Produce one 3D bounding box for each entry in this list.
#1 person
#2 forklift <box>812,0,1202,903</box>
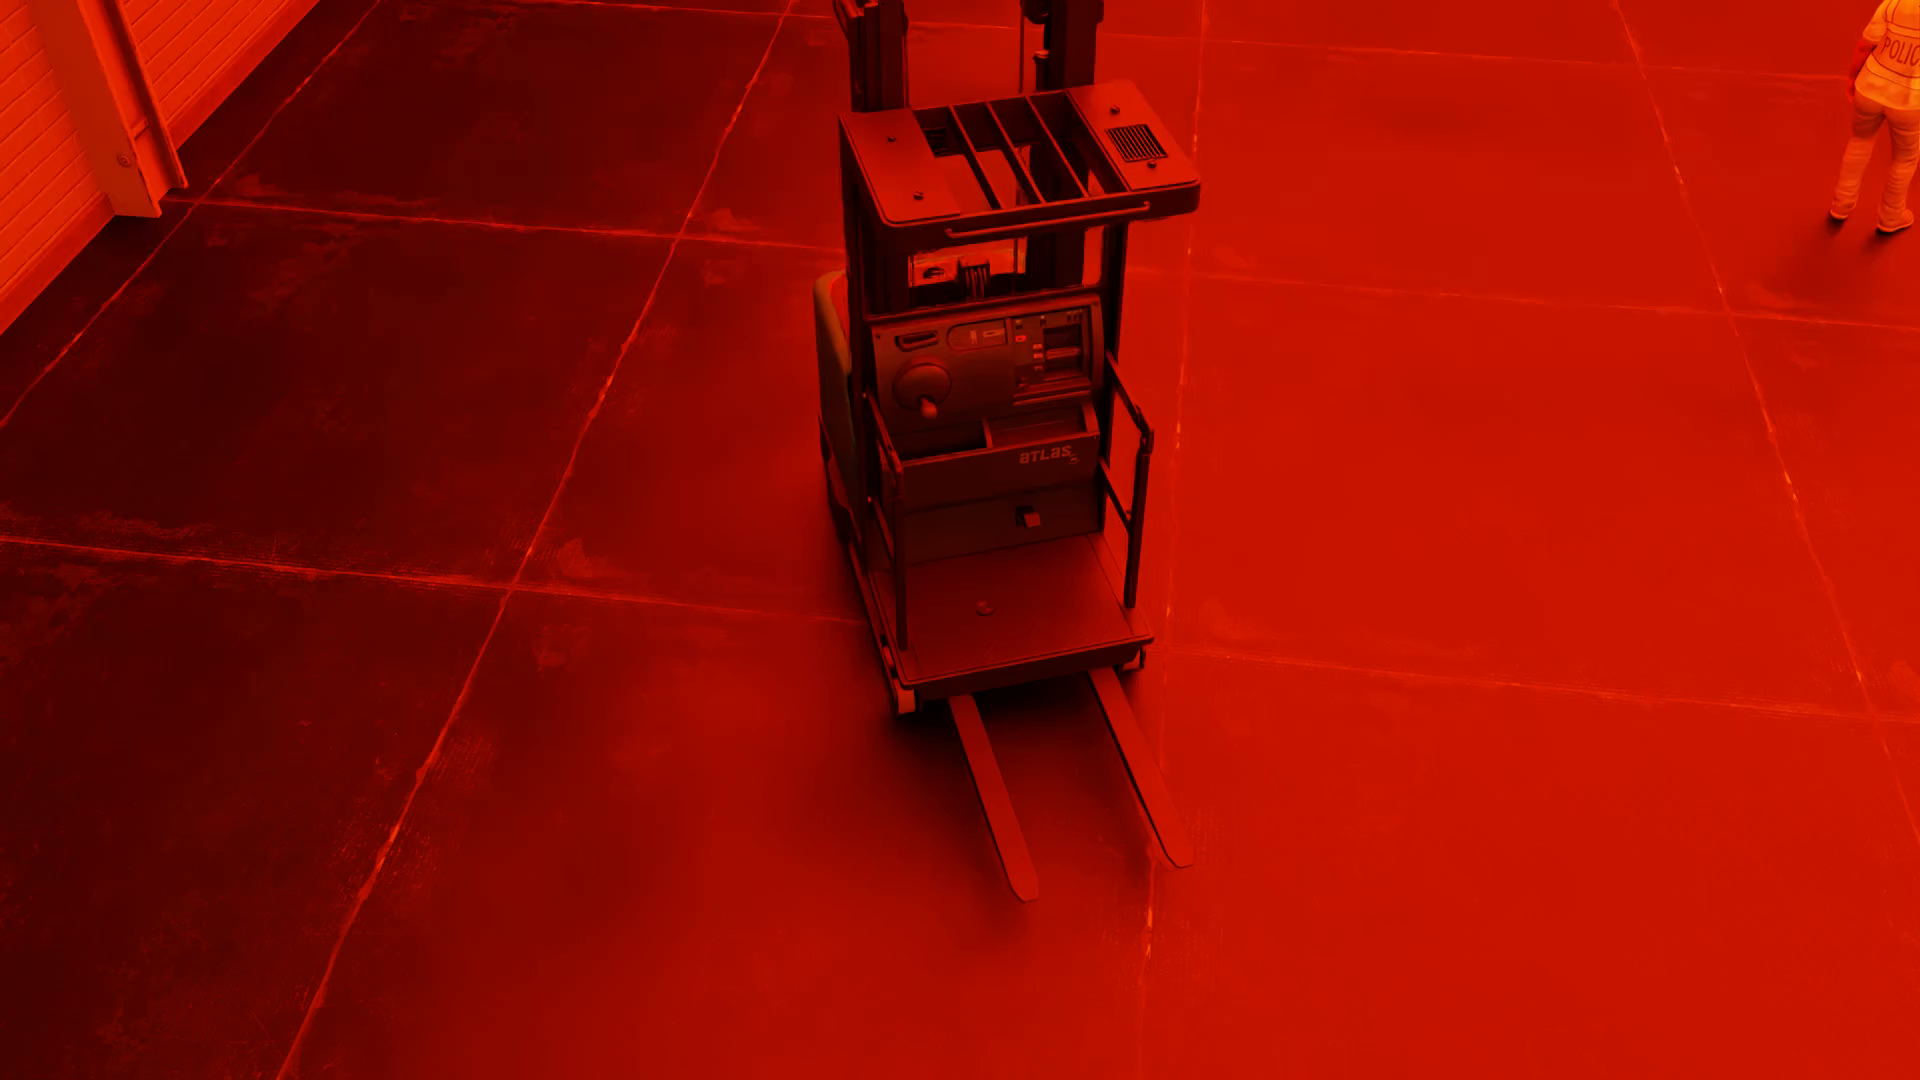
[{"bbox_3d":[5.340,-2.543,9.416,0.596,1.670,0.528,33,52,30],"label":"person"},{"bbox_3d":[0.172,-0.632,6.412,1.130,2.935,3.031,-10,44,-11],"label":"forklift"}]
